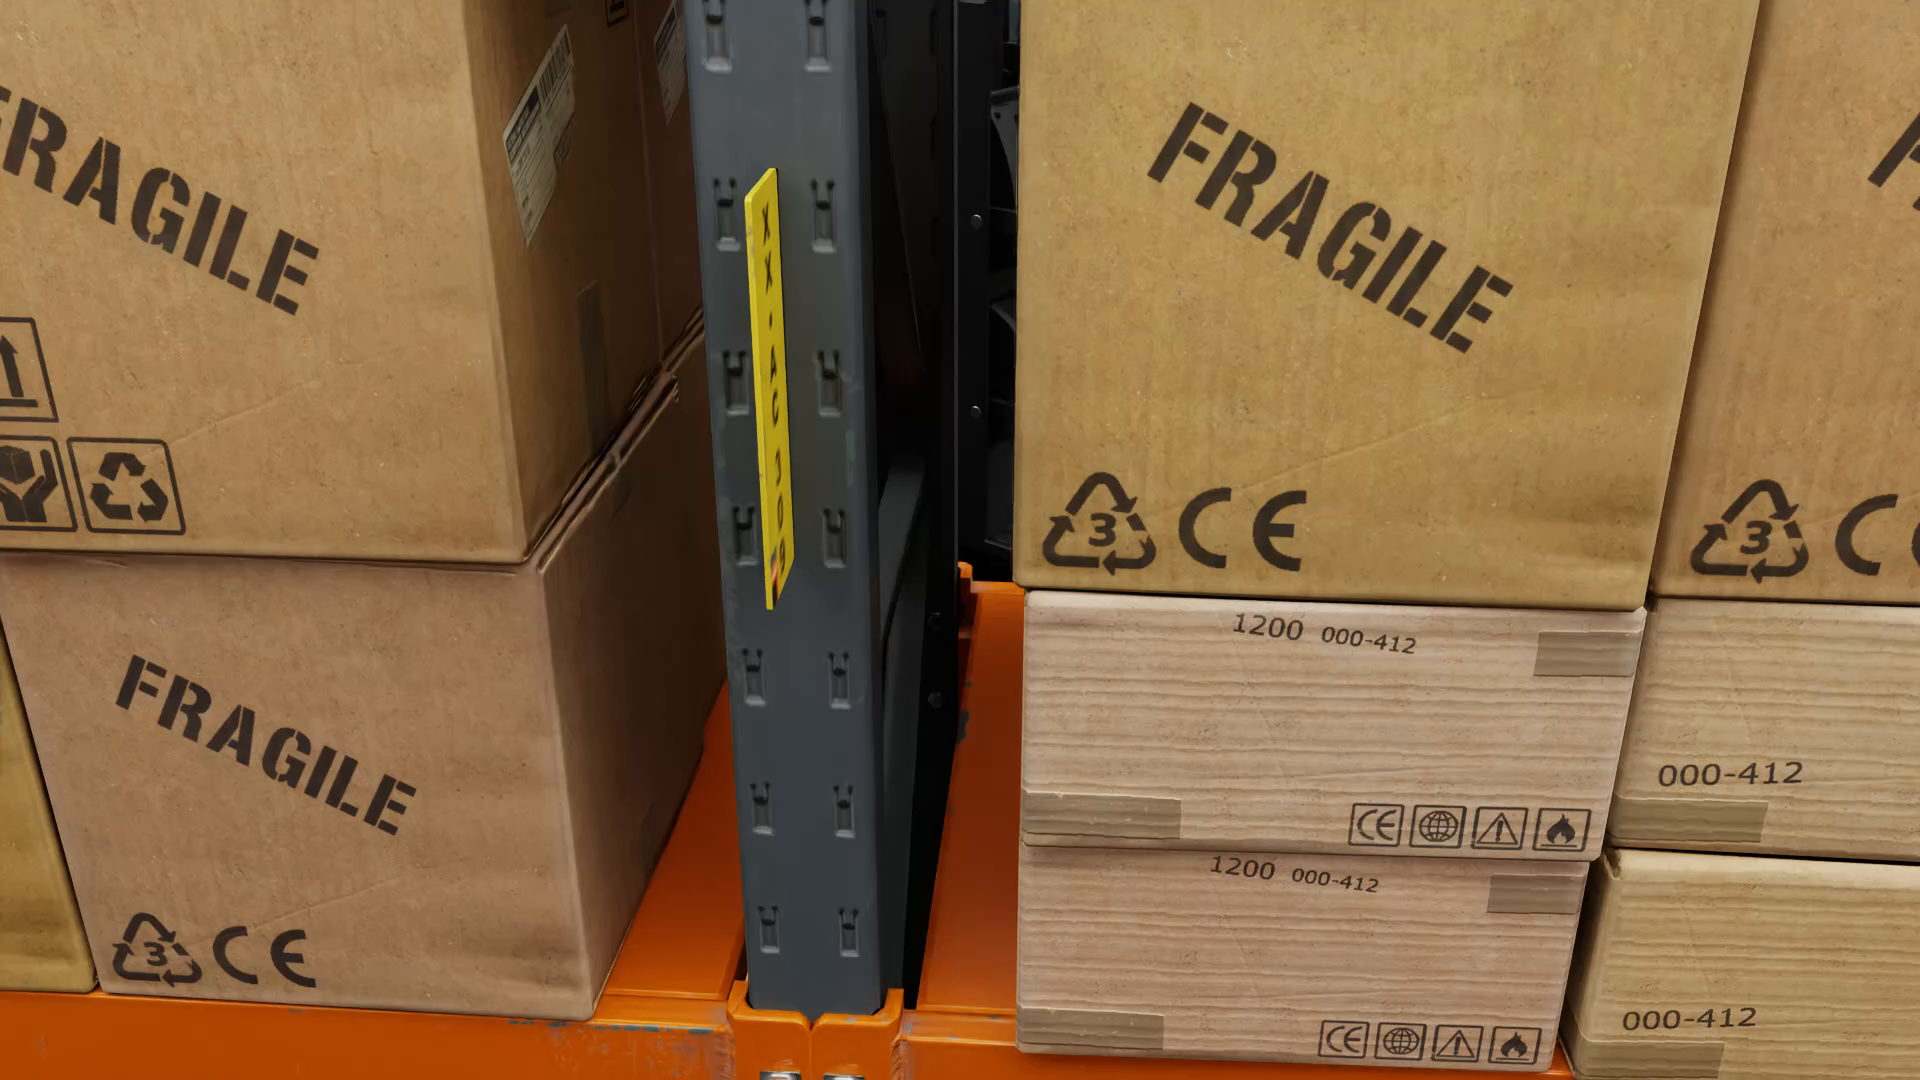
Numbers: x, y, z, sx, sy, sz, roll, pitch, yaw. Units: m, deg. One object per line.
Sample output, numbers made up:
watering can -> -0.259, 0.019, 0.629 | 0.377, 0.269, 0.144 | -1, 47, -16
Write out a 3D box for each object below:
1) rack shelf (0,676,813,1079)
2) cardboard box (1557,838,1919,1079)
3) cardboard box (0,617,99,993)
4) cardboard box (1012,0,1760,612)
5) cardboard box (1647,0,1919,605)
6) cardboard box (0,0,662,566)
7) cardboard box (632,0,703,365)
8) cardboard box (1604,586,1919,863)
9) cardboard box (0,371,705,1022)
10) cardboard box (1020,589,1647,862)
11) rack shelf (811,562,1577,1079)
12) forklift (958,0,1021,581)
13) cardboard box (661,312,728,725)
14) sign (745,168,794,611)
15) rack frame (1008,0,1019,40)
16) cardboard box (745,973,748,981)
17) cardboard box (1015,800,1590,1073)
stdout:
rack shelf -> -2.098, 0.349, 2.264 | 4.000, 0.370, 1.077 | 2, 25, 4
cardboard box -> 0.831, 0.294, 1.702 | 0.500, 0.250, 0.500 | 1, 25, 3
cardboard box -> -1.099, 0.118, 1.785 | 0.500, 0.500, 0.500 | 1, 25, 3
cardboard box -> 0.313, -0.280, 1.454 | 0.500, 0.500, 0.500 | 2, 25, 5
cardboard box -> 0.823, -0.275, 1.444 | 0.500, 0.500, 0.500 | 2, 25, 4
cardboard box -> -0.595, -0.314, 1.528 | 0.500, 0.500, 0.500 | 2, 25, 4
cardboard box -> -0.560, -0.530, 1.997 | 0.500, 0.500, 0.500 | 2, 25, 4
cardboard box -> 0.836, 0.064, 1.605 | 0.500, 0.250, 0.500 | 2, 25, 5
cardboard box -> -0.585, 0.132, 1.755 | 0.500, 0.500, 0.500 | 2, 25, 4
cardboard box -> 0.314, 0.059, 1.616 | 0.500, 0.250, 0.500 | 1, 25, 2
rack shelf -> 1.891, 0.477, 1.986 | 4.000, 0.370, 1.077 | 2, 25, 4
forklift -> 0.555, -1.134, 4.709 | 3.031, 2.935, 1.130 | 17, 30, 33
cardboard box -> -0.551, -0.084, 2.224 | 0.500, 0.500, 0.500 | 3, 25, 6
sign -> -0.144, -0.112, 1.274 | 0.005, 0.325, 0.100 | 2, 25, 4
rack frame -> 0.273, -1.983, 6.471 | 0.127, 3.000, 1.000 | 2, 25, 4
cardboard box -> -0.721, 0.994, 2.563 | 0.875, 0.438, 0.875 | 1, 25, 3
cardboard box -> 0.315, 0.278, 1.736 | 0.500, 0.250, 0.500 | 1, 25, 3
